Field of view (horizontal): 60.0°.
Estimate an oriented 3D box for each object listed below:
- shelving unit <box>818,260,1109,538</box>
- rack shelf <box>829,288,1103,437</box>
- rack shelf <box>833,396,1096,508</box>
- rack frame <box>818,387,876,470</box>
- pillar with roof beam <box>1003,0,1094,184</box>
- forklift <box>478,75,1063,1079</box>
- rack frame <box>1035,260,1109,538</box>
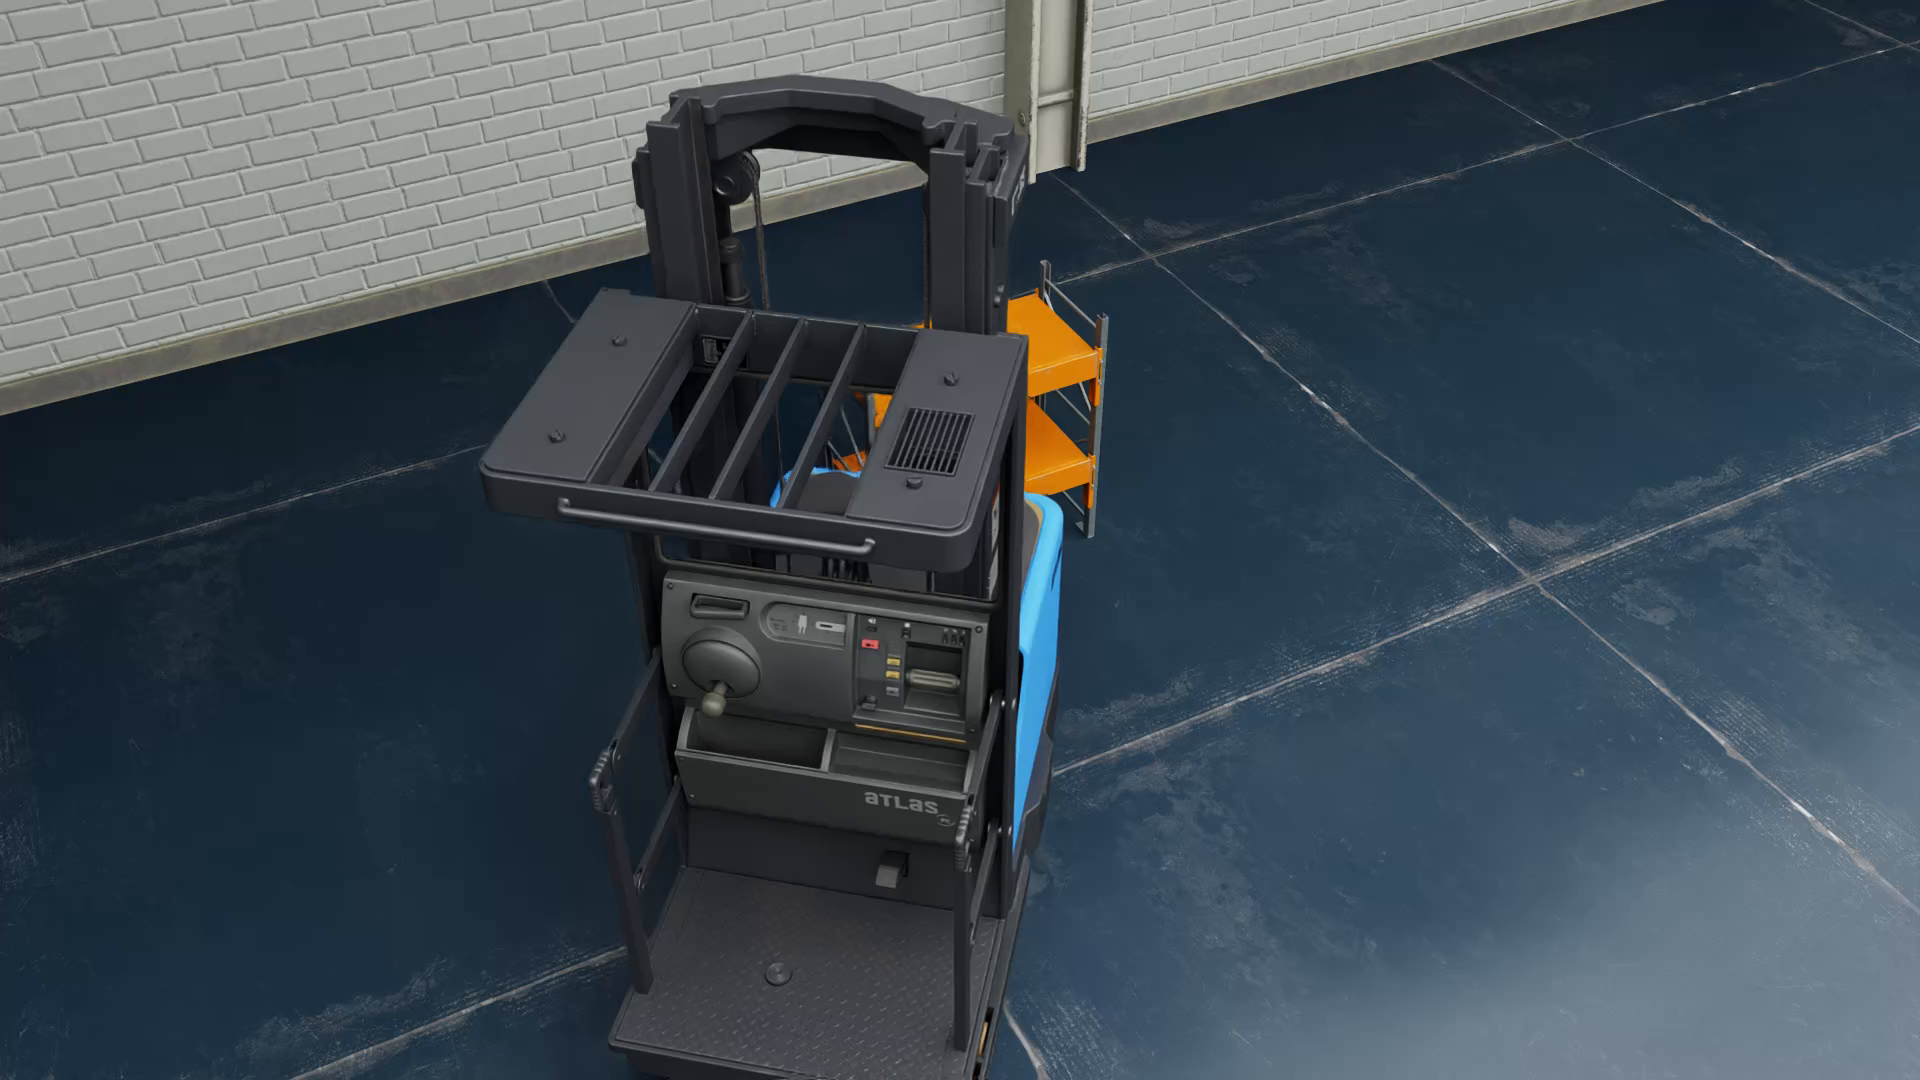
[{"bbox_3d":[0.006,-0.431,6.889,1.048,1.125,0.538,-19,44,-21],"label":"shelving unit"},{"bbox_3d":[0.006,-0.655,6.700,1.000,0.278,0.538,-19,44,-21],"label":"rack shelf"},{"bbox_3d":[0.006,-0.245,7.047,1.000,0.278,0.538,-19,44,-21],"label":"rack shelf"},{"bbox_3d":[-0.445,-0.280,6.710,0.032,1.125,0.500,-19,44,-21],"label":"rack frame"},{"bbox_3d":[2.487,-3.189,4.052,0.400,9.000,9.100,-19,44,-21],"label":"pillar with roof beam"},{"bbox_3d":[-0.426,0.416,4.489,1.130,2.935,3.031,8,41,9],"label":"forklift"},{"bbox_3d":[0.457,-0.583,7.068,0.032,1.125,0.500,-19,44,-21],"label":"rack frame"}]
